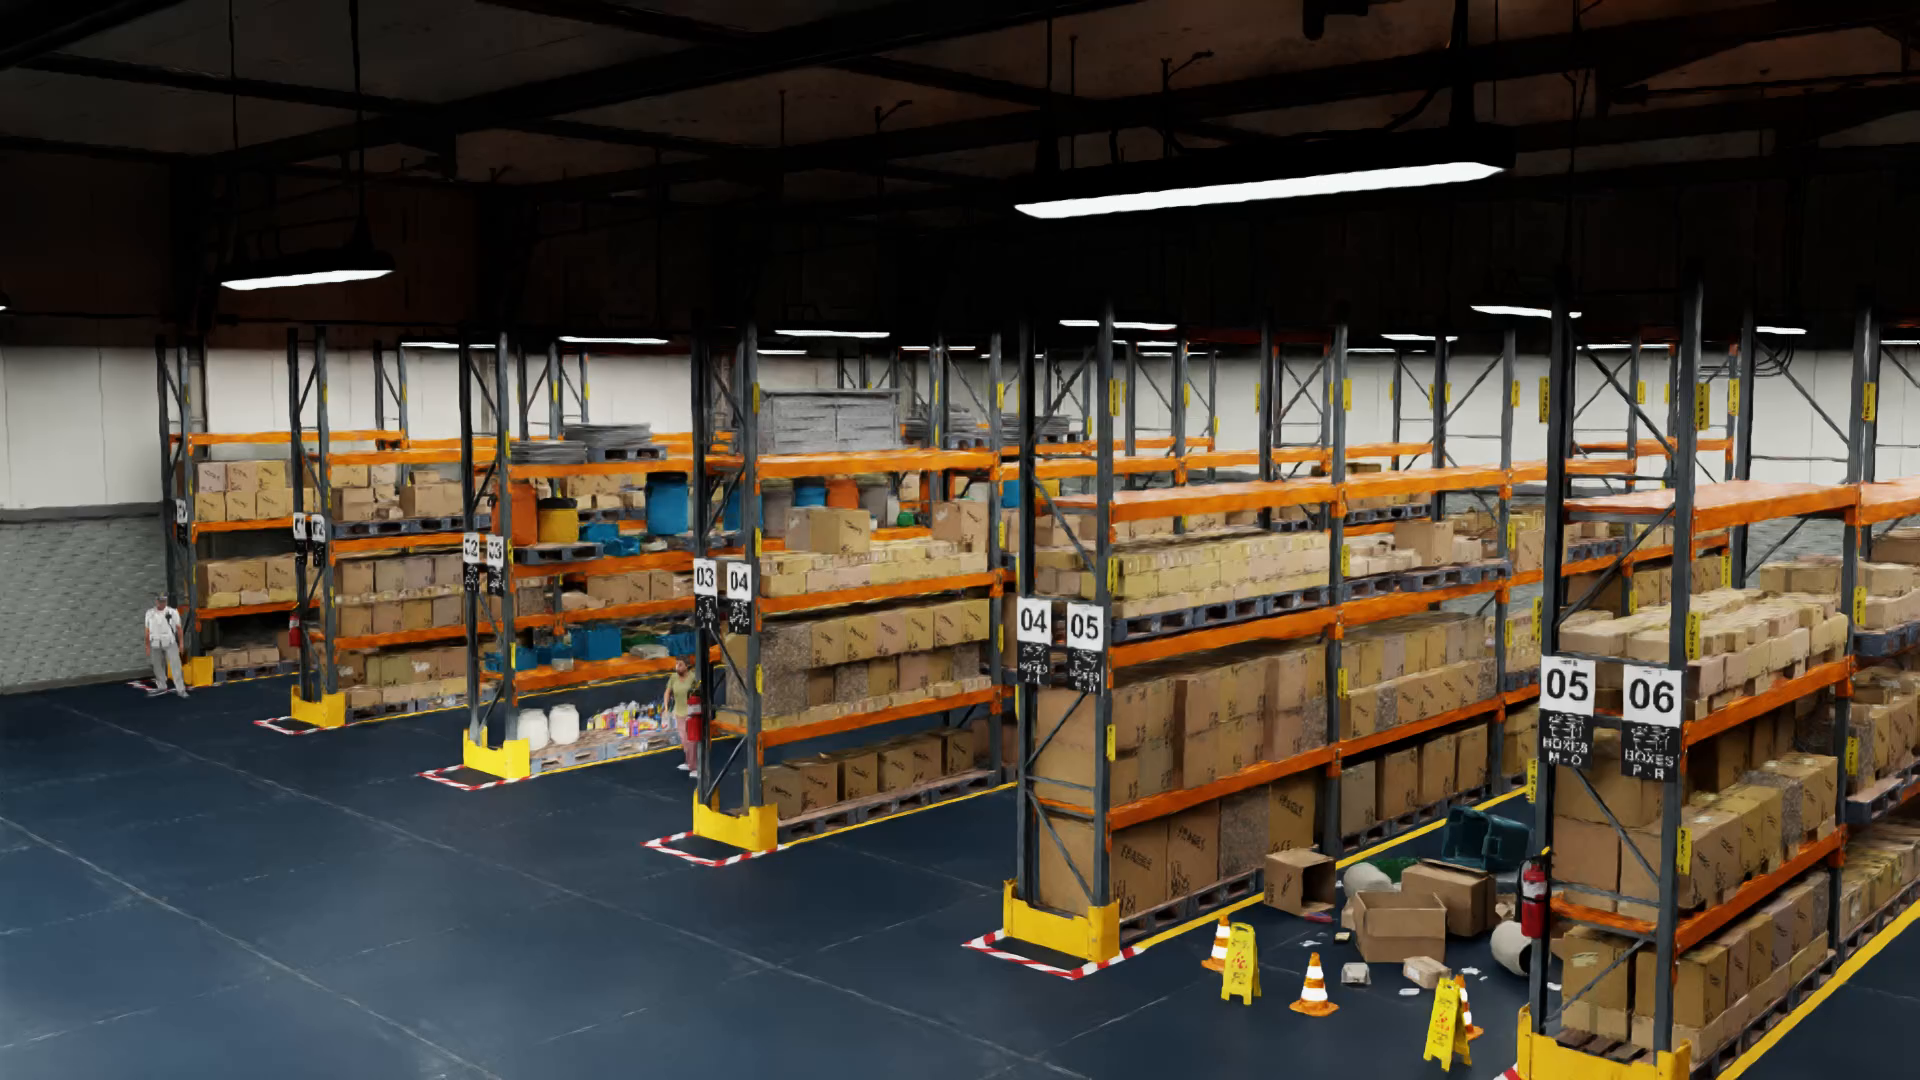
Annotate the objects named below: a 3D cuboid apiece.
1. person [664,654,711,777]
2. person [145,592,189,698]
[{"bbox_3d":[-3.597,2.291,21.993,0.603,1.613,0.774,2,6,22],"label":"person"},{"bbox_3d":[-13.060,1.711,27.359,0.772,1.755,0.585,-1,5,-9],"label":"person"}]
